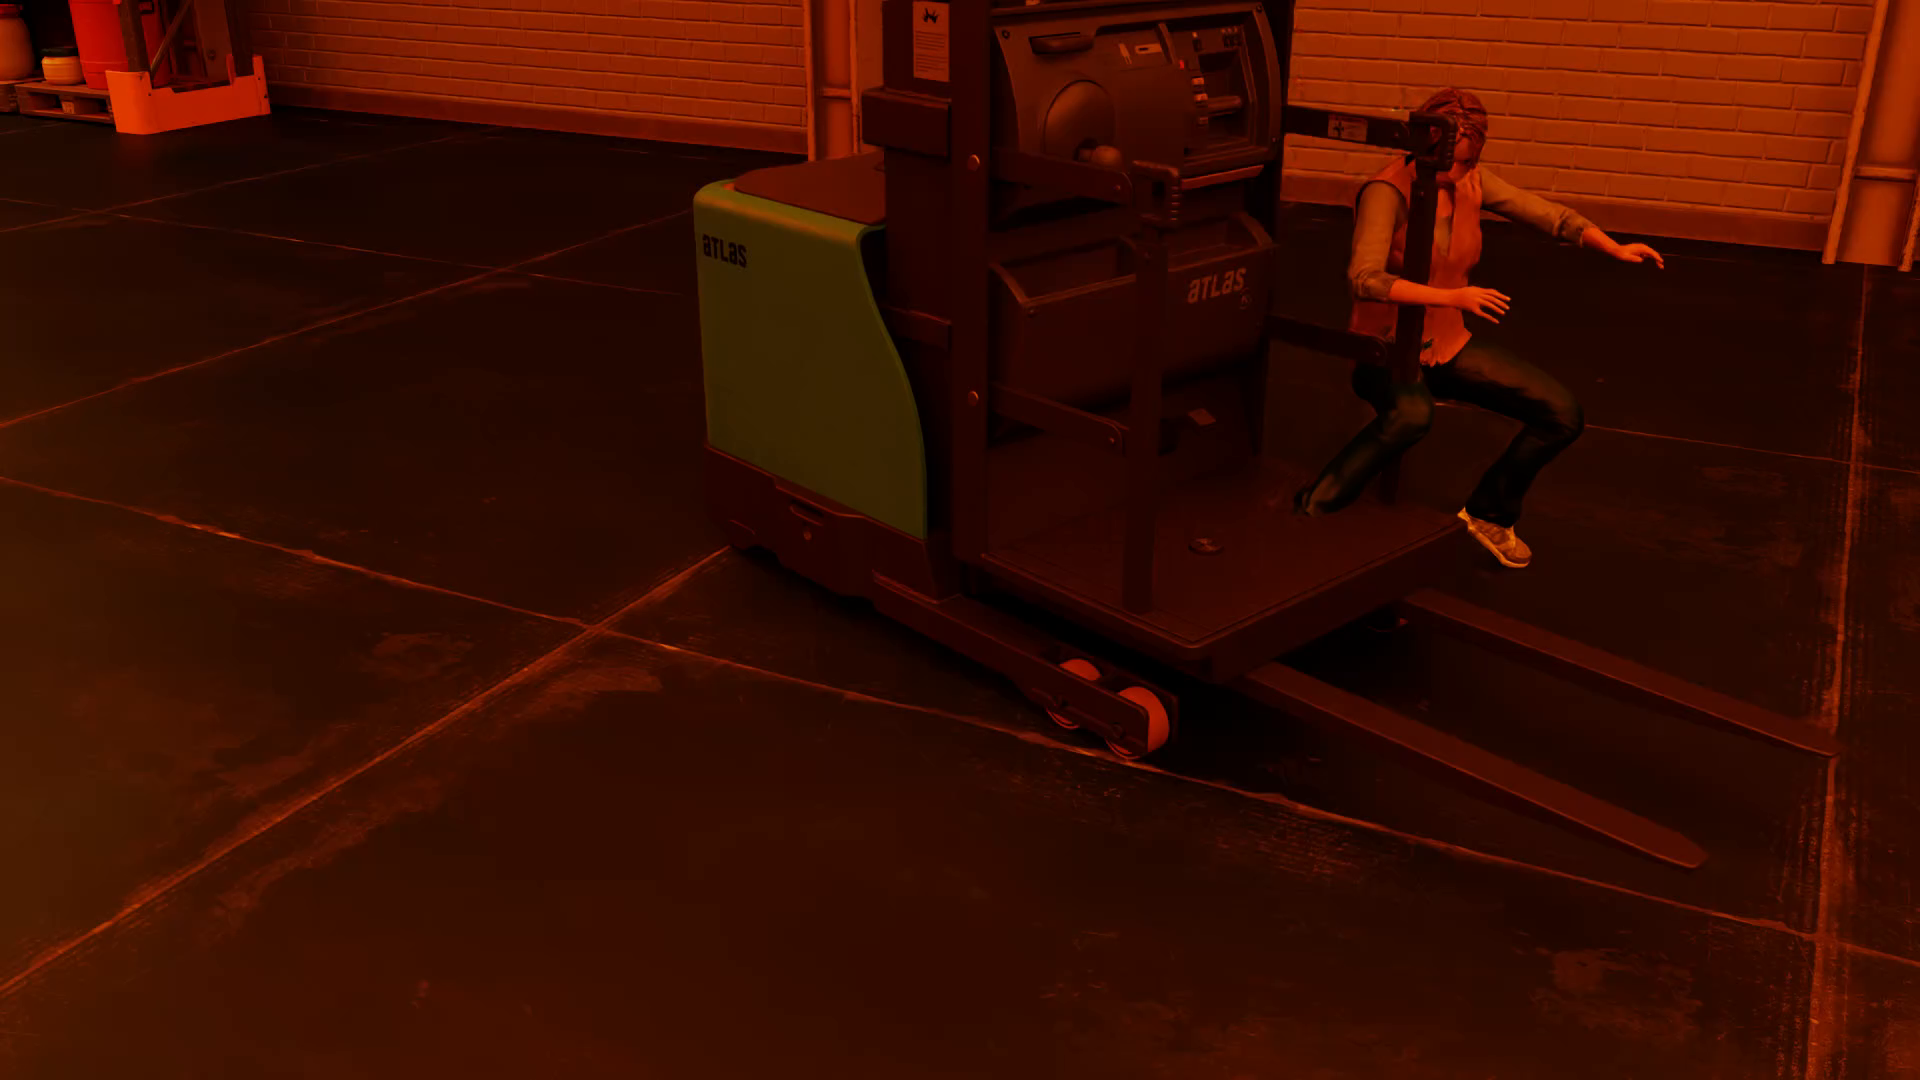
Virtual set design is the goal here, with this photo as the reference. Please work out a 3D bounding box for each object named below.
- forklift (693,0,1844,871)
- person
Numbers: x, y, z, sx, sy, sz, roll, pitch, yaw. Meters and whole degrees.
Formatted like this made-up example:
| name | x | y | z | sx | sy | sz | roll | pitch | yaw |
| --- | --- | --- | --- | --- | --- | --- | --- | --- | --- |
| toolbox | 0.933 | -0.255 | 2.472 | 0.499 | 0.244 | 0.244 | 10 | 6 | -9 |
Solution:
| name | x | y | z | sx | sy | sz | roll | pitch | yaw |
| --- | --- | --- | --- | --- | --- | --- | --- | --- | --- |
| forklift | 0.588 | -1.064 | 3.820 | 1.130 | 2.935 | 3.031 | -19 | 30 | -38 |
| person | 1.333 | -0.727 | 4.283 | 0.744 | 0.802 | 0.625 | -7 | 24 | -17 |
